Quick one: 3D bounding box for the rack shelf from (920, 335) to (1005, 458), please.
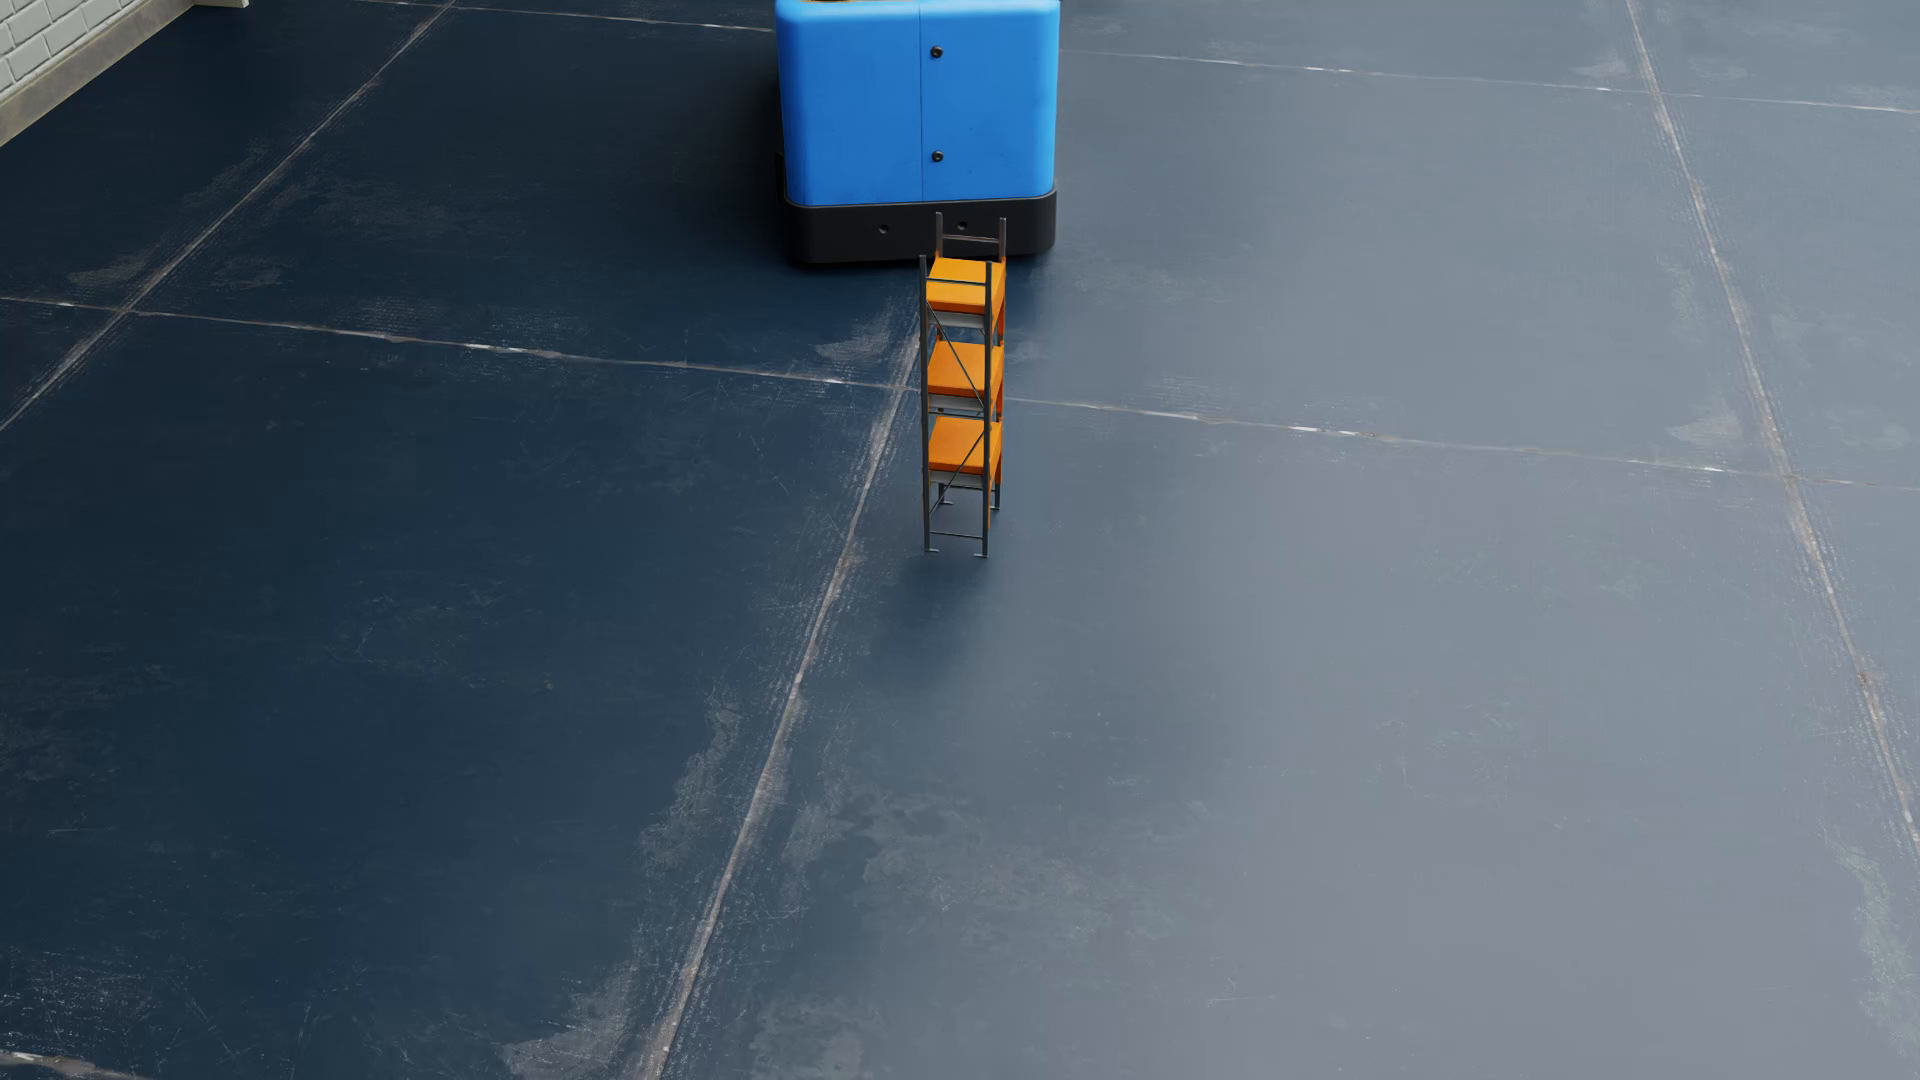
[{"bbox_3d":[0.009,-0.430,4.963,0.215,0.259,0.240,6,40,8],"label":"rack shelf"}]

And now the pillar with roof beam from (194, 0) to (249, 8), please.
[{"bbox_3d":[0.434,-5.876,5.295,9.100,9.000,0.400,6,40,8],"label":"pillar with roof beam"}]

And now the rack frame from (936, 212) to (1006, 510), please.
[{"bbox_3d":[0.030,-0.515,5.049,0.200,1.050,0.008,6,40,8],"label":"rack frame"}]

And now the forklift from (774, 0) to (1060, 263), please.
[{"bbox_3d":[-0.269,-3.128,6.733,1.130,2.935,3.031,-3,40,-4],"label":"forklift"}]

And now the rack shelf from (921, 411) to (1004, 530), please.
[{"bbox_3d":[0.009,-0.216,5.140,0.215,0.259,0.240,6,40,8],"label":"rack shelf"}]

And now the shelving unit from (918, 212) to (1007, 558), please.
[{"bbox_3d":[0.009,-0.438,4.956,0.215,1.050,0.252,6,40,8],"label":"shelving unit"}]

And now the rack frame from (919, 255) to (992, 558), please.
[{"bbox_3d":[-0.012,-0.362,4.863,0.200,1.050,0.008,6,40,8],"label":"rack frame"}]

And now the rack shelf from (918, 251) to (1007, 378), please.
[{"bbox_3d":[0.009,-0.649,4.782,0.215,0.259,0.240,6,40,8],"label":"rack shelf"}]
